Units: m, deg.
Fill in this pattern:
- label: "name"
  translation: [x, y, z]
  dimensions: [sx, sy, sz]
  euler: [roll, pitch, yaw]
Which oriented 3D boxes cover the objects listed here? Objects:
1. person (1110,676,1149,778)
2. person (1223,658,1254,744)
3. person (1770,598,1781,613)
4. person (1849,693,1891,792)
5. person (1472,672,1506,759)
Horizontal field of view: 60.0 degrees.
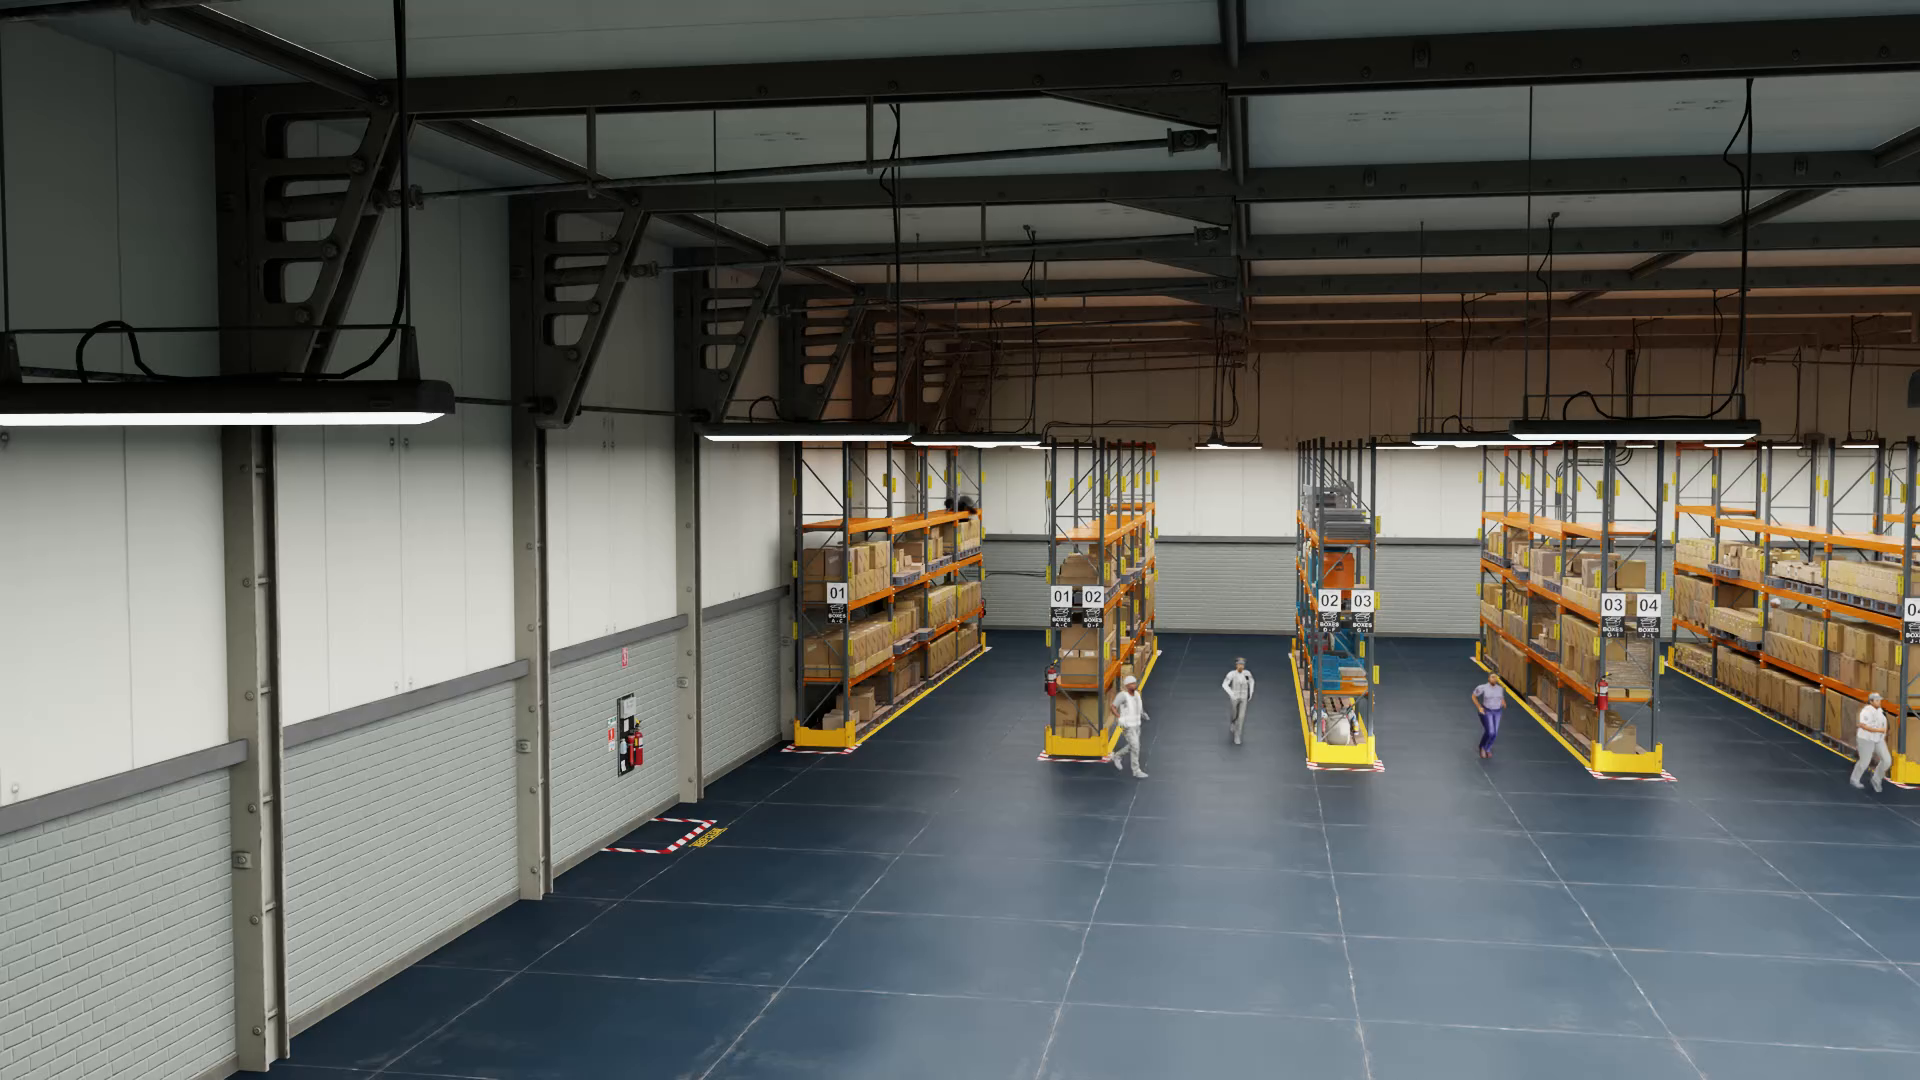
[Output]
- label: "person"
  translation: [2.978, 3.274, 29.348]
  dimensions: [0.843, 1.768, 0.703]
  euler: [3, 4, 41]
- label: "person"
  translation: [5.535, 3.154, 33.016]
  dimensions: [0.641, 1.680, 0.856]
  euler: [0, 3, 1]
- label: "person"
  translation: [22.291, 2.460, 45.487]
  dimensions: [0.647, 1.720, 0.735]
  euler: [1, 3, 18]
- label: "person"
  translation: [15.424, 3.432, 28.095]
  dimensions: [0.622, 1.728, 0.710]
  euler: [-1, 3, -22]
- label: "person"
  translation: [9.902, 3.275, 30.995]
  dimensions: [0.579, 1.619, 0.650]
  euler: [-1, 3, -12]
